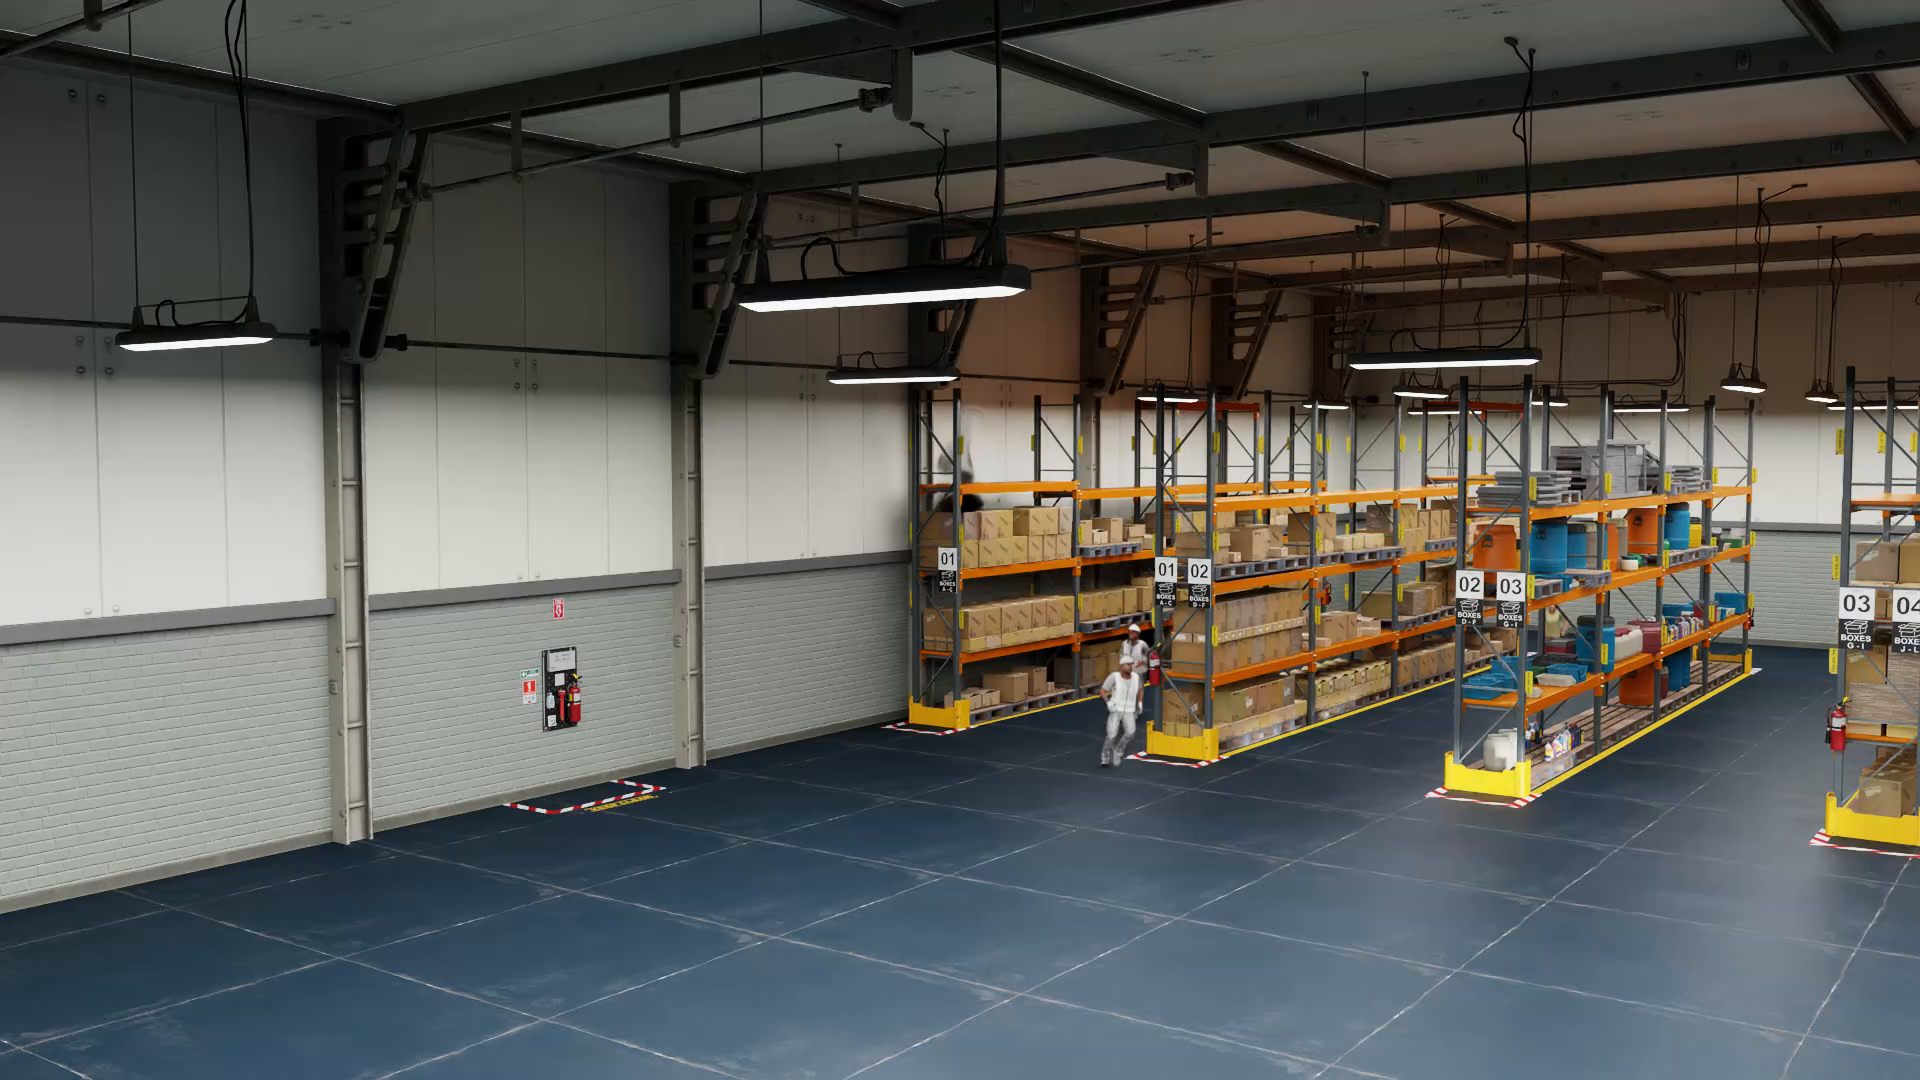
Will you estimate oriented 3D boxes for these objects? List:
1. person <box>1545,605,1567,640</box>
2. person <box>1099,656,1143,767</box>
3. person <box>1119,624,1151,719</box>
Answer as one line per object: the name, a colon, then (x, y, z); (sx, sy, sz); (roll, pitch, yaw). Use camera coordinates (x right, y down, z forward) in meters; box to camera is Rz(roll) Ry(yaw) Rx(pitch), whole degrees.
person: (12.820, 2.126, 36.011); (0.601, 1.669, 0.794); (1, 4, 22)
person: (2.536, 2.659, 25.834); (0.733, 1.723, 0.577); (-1, 3, -12)
person: (3.159, 2.408, 30.242); (0.646, 1.740, 0.585); (1, 3, 20)
